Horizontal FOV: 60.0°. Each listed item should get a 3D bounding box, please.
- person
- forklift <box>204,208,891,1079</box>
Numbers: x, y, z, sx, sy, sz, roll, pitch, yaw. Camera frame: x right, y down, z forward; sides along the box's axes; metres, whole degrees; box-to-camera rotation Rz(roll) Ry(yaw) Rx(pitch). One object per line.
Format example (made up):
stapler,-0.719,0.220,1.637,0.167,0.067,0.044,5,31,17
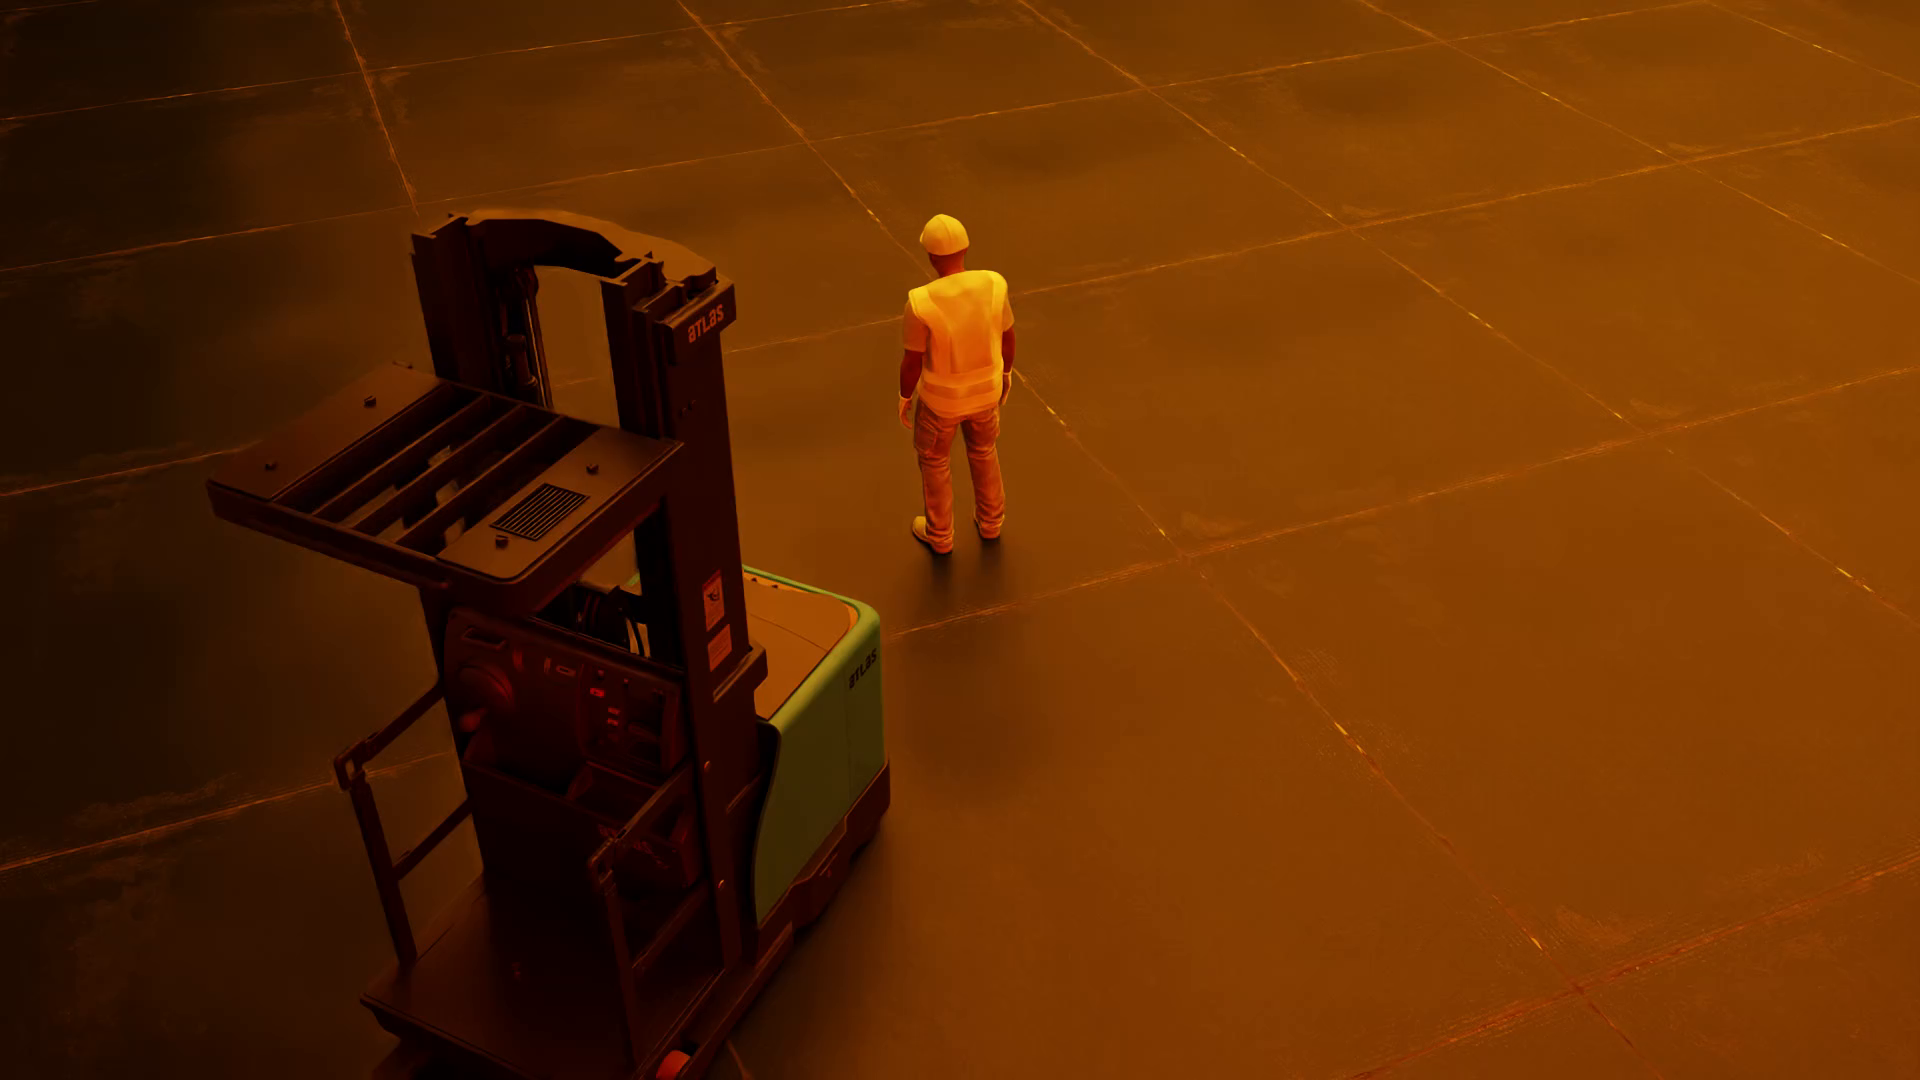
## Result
person,-0.021,-0.740,8.141,0.617,1.773,0.449,-15,38,-20
forklift,-1.402,0.577,5.287,1.130,2.935,3.031,16,38,21
